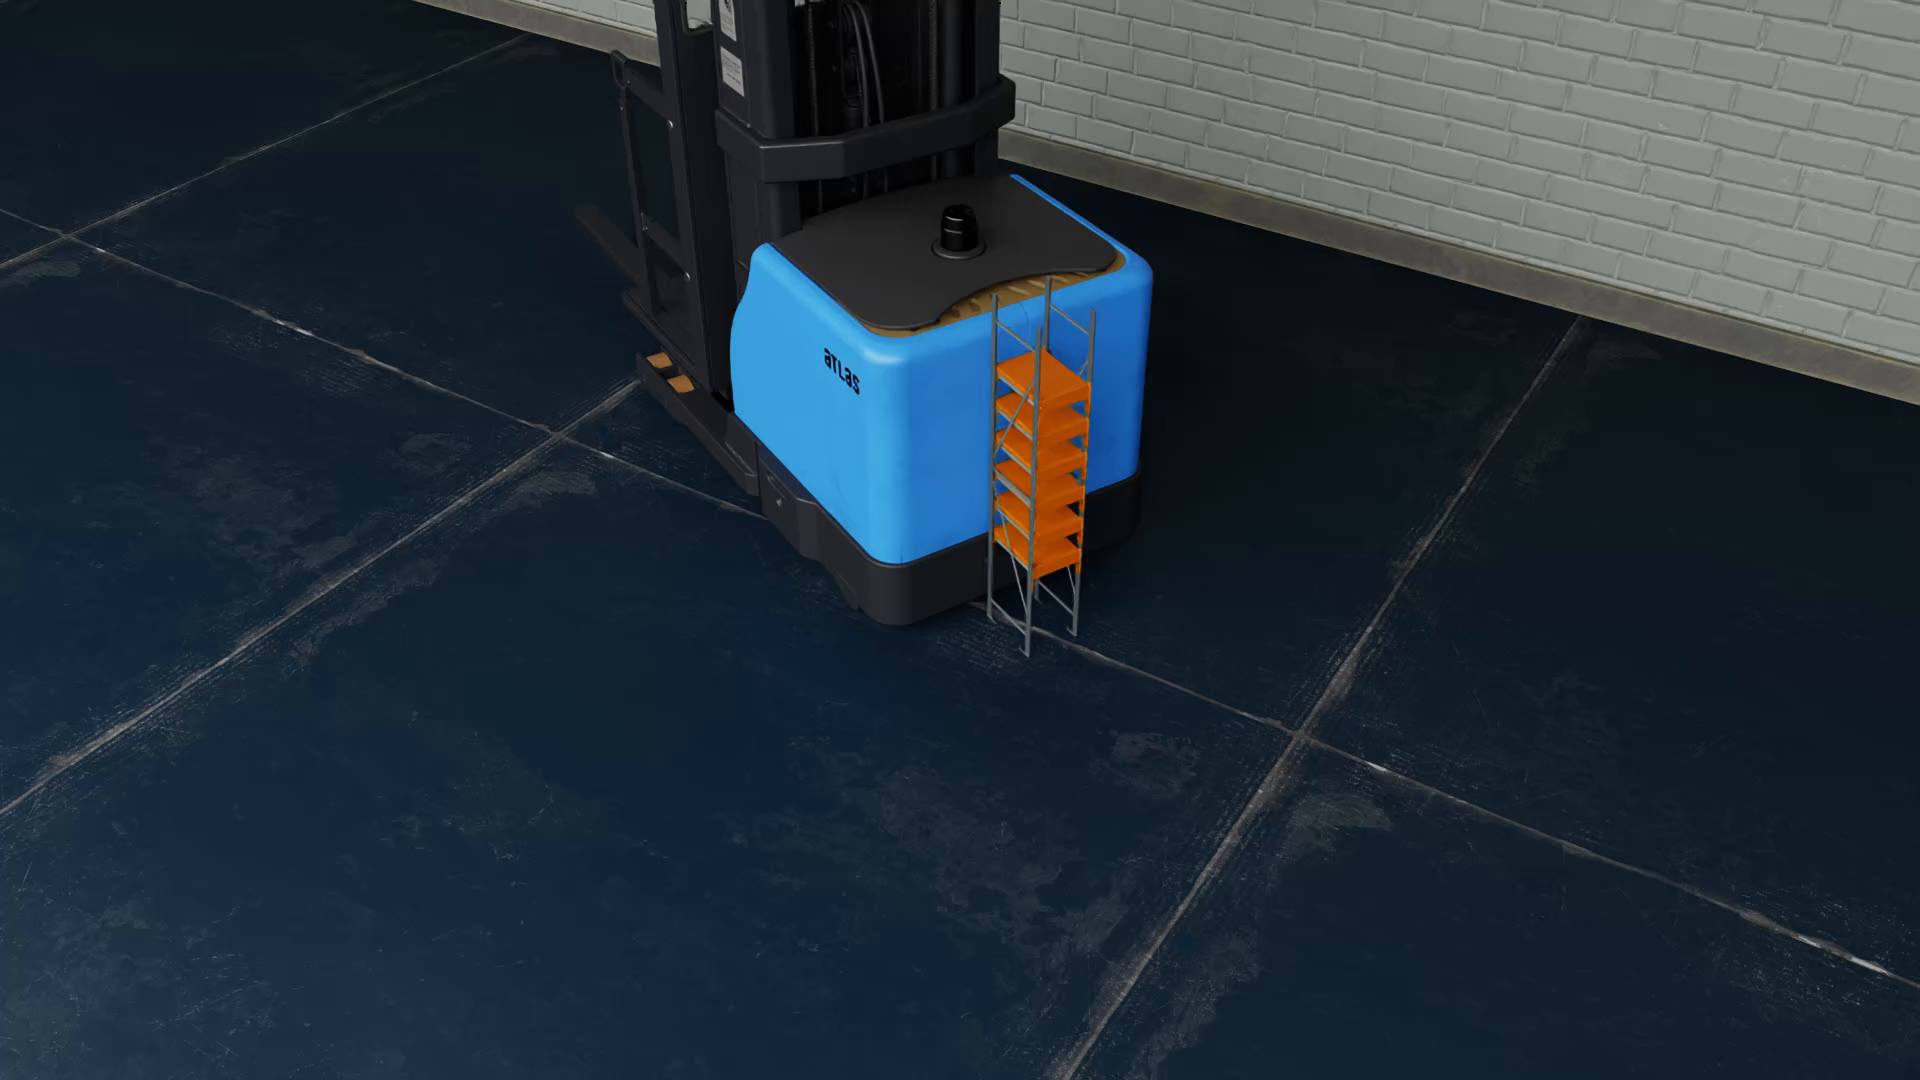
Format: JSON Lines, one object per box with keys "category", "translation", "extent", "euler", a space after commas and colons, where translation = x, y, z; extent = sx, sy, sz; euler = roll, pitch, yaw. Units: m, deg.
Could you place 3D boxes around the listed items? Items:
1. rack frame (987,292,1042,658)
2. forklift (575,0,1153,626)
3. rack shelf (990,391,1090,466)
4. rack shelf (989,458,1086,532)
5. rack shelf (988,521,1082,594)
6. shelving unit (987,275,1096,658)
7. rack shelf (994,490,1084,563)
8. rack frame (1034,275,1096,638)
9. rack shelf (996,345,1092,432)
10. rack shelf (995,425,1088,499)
{"category": "rack frame", "translation": [0.156, -0.163, 4.978], "extent": [0.006, 1.200, 0.240], "euler": [-21, 43, -25]}
{"category": "forklift", "translation": [-0.596, -1.759, 5.631], "extent": [1.130, 2.935, 3.031], "euler": [-21, 42, -25]}
{"category": "rack shelf", "translation": [0.234, -0.347, 4.896], "extent": [0.180, 0.103, 0.258], "euler": [-21, 43, -25]}
{"category": "rack shelf", "translation": [0.233, -0.158, 5.044], "extent": [0.180, 0.103, 0.258], "euler": [-21, 43, -25]}
{"category": "rack shelf", "translation": [0.233, 0.032, 5.191], "extent": [0.180, 0.103, 0.258], "euler": [-21, 43, -25]}
{"category": "shelving unit", "translation": [0.234, -0.193, 5.016], "extent": [0.189, 1.200, 0.258], "euler": [-21, 43, -25]}
{"category": "rack shelf", "translation": [0.233, -0.063, 5.117], "extent": [0.180, 0.103, 0.258], "euler": [-21, 43, -25]}
{"category": "rack frame", "translation": [0.311, -0.222, 5.055], "extent": [0.006, 1.200, 0.240], "euler": [-21, 43, -25]}
{"category": "rack shelf", "translation": [0.234, -0.442, 4.823], "extent": [0.180, 0.103, 0.258], "euler": [-21, 43, -25]}
{"category": "rack shelf", "translation": [0.234, -0.252, 4.970], "extent": [0.180, 0.103, 0.258], "euler": [-21, 43, -25]}
